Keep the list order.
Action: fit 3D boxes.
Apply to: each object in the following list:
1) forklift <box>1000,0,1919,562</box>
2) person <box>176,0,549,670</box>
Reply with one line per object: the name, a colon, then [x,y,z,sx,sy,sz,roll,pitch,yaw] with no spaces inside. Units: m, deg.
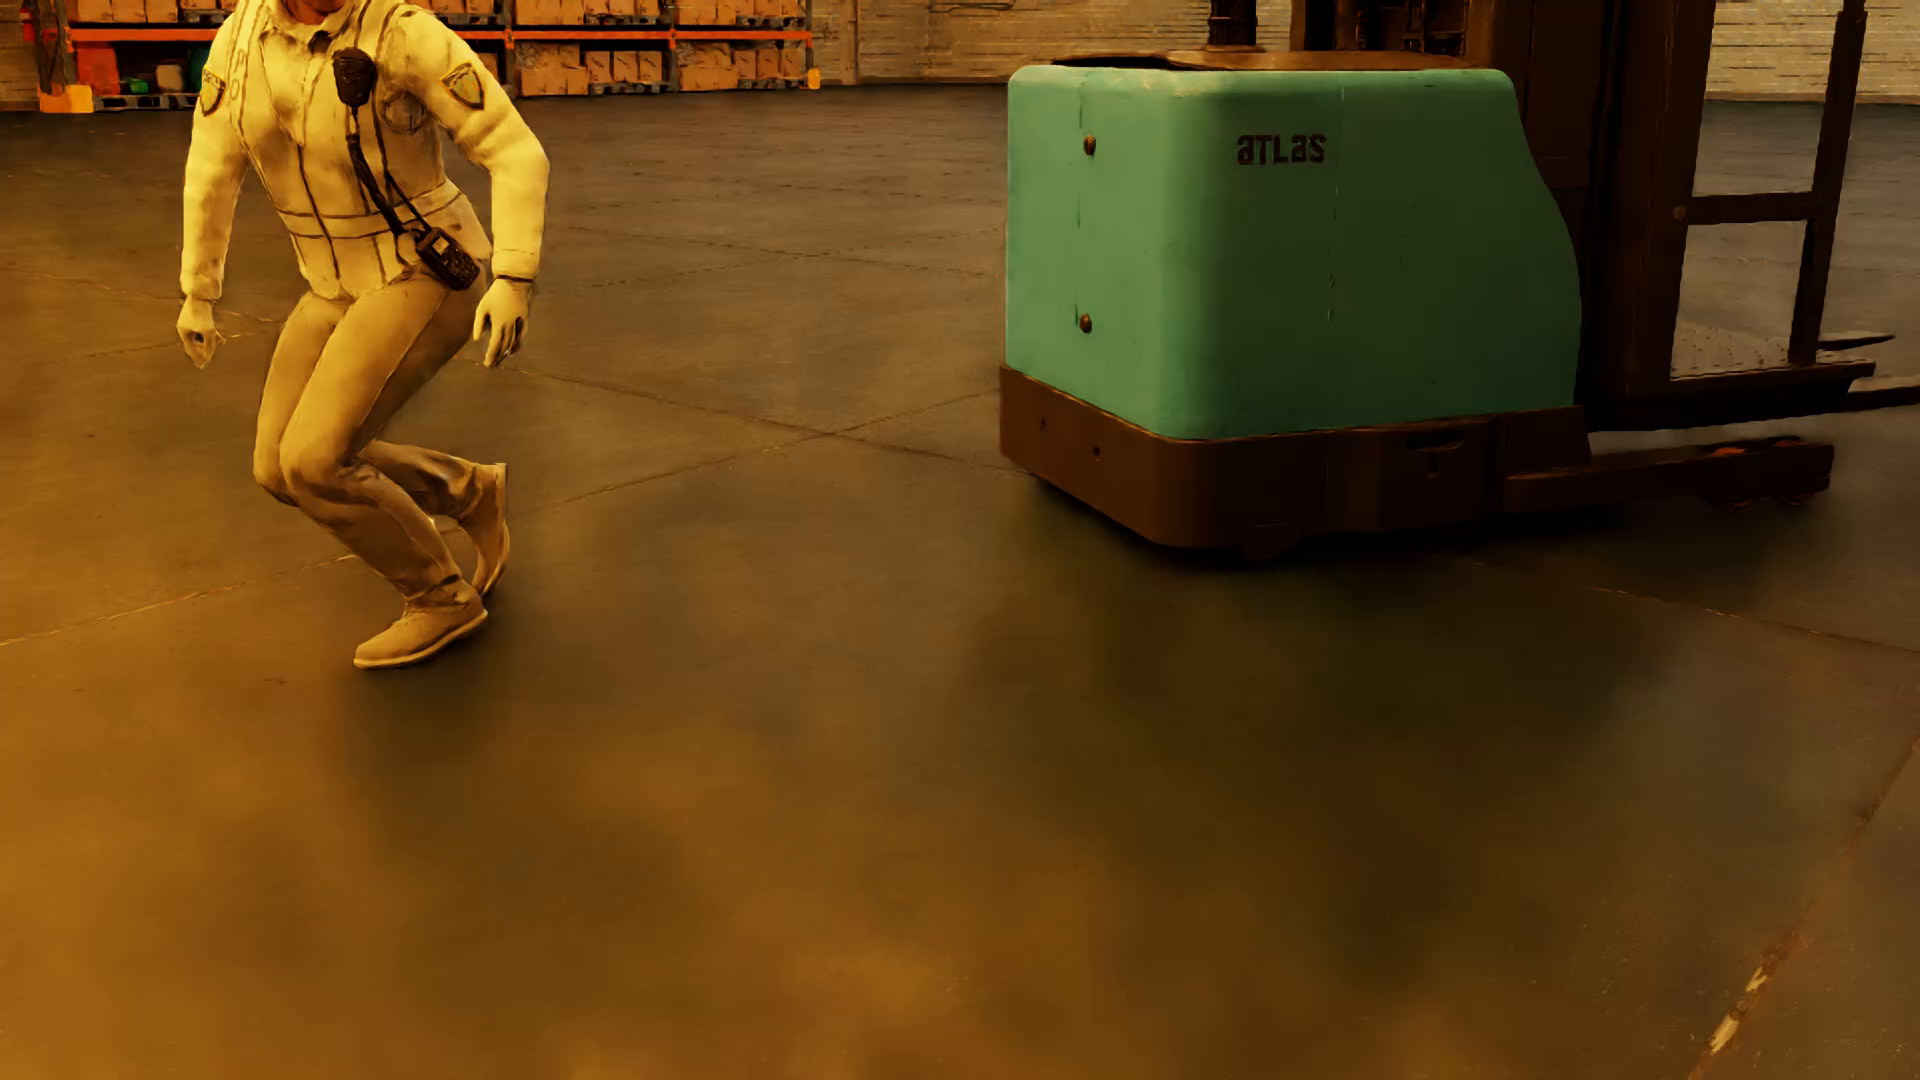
forklift: [1.677,-1.606,4.185,3.031,2.935,1.130,-6,18,-20]
person: [-1.081,-0.507,3.140,0.756,1.463,0.611,10,20,30]
